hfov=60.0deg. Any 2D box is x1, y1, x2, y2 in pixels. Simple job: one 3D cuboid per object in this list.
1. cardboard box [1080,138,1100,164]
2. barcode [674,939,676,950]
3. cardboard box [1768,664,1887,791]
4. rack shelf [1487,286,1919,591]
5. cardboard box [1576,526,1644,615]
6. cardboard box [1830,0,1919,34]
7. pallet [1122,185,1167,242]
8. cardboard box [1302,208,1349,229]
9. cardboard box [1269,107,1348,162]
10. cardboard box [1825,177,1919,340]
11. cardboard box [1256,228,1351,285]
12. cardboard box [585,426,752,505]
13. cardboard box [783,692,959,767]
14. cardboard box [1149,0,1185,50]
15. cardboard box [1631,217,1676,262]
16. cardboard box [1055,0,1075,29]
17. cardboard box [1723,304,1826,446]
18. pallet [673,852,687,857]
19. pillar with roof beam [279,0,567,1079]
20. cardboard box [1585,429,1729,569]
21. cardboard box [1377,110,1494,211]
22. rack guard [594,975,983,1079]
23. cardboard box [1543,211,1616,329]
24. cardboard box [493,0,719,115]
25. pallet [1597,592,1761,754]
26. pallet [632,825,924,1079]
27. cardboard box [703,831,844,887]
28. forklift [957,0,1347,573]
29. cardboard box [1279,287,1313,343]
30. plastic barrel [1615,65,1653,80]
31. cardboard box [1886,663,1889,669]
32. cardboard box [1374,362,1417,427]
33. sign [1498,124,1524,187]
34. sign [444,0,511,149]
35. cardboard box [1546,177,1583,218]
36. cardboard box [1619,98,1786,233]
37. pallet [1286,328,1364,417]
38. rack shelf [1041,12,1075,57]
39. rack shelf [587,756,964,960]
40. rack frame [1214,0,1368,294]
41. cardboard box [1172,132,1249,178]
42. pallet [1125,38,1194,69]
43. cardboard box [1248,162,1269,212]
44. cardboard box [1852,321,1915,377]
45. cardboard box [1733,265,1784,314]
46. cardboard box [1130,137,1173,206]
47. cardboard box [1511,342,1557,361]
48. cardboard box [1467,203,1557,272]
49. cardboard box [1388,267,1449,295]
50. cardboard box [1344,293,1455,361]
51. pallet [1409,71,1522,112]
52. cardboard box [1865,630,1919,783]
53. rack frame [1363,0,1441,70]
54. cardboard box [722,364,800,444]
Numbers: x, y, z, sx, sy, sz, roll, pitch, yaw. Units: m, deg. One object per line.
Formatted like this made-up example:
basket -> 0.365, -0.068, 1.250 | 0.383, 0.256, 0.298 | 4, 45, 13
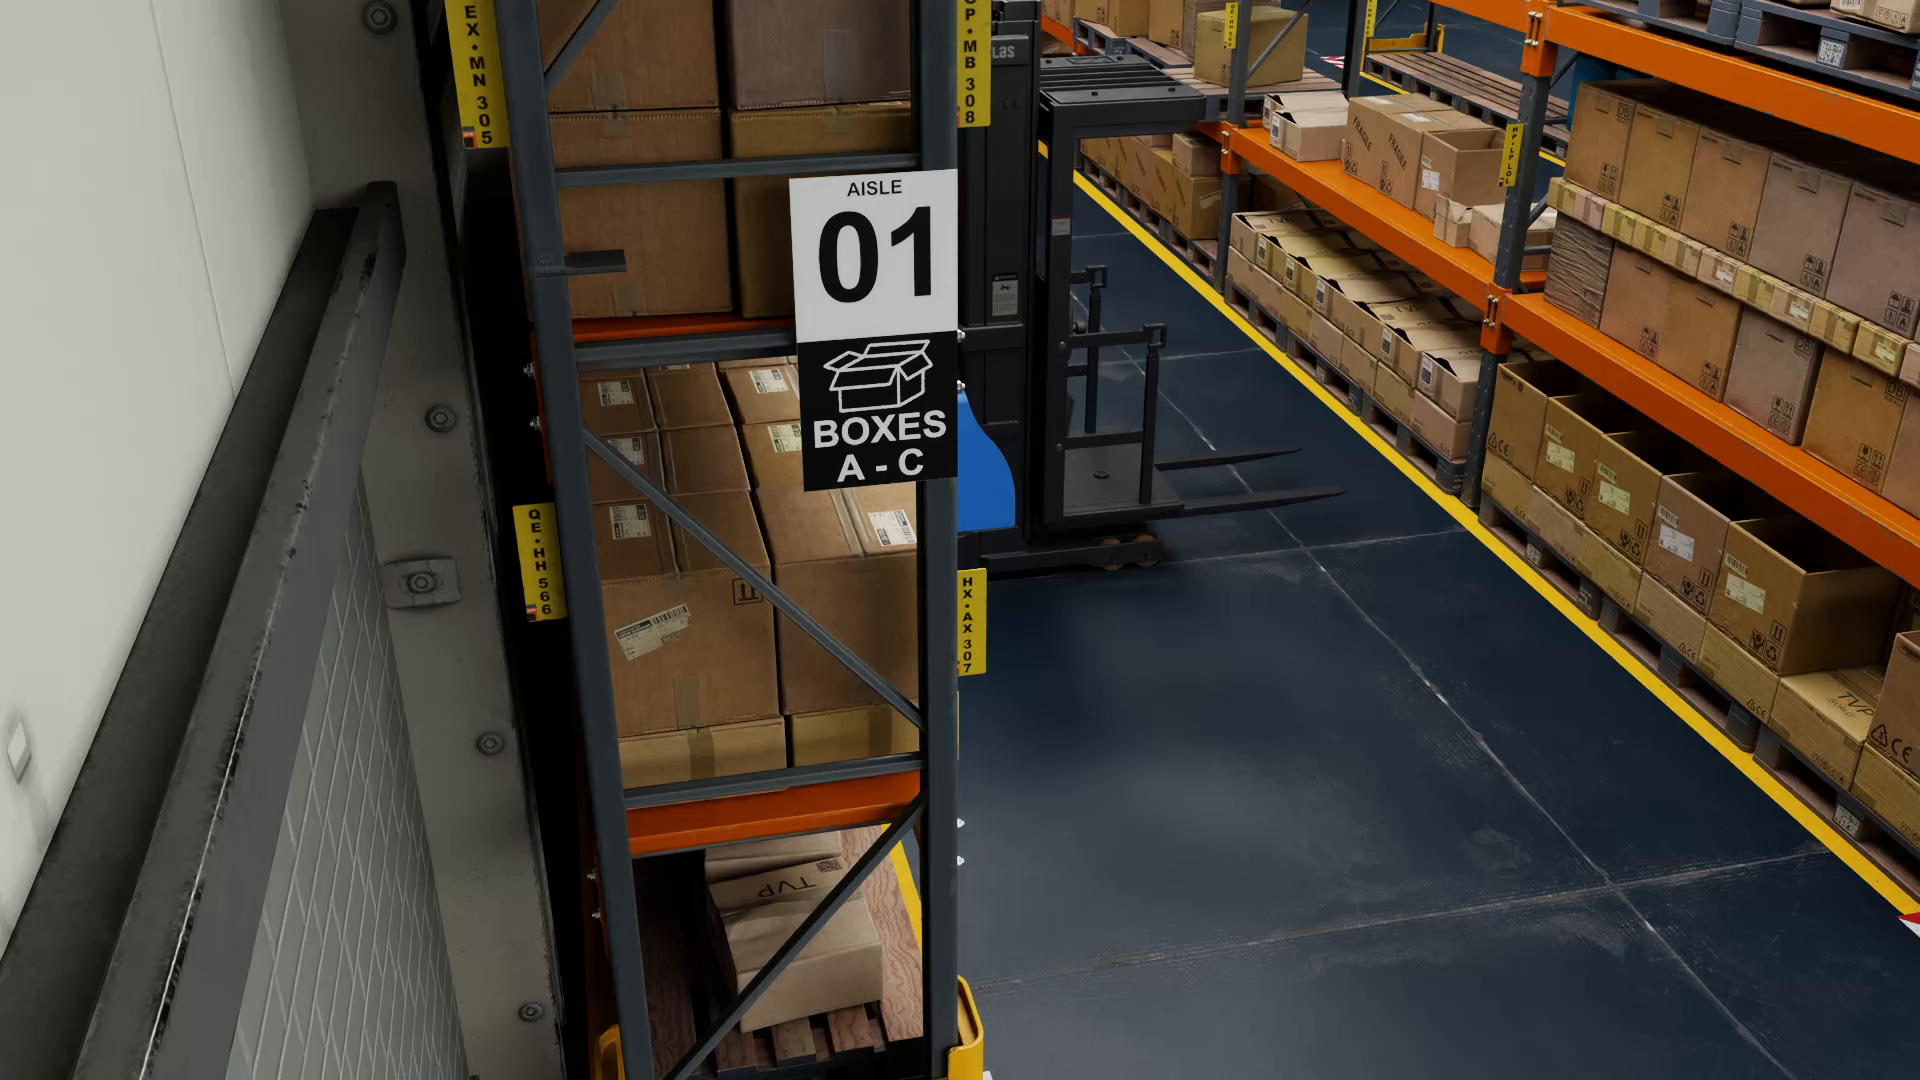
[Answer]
cardboard box -> 1.486, -3.949, 16.030 | 0.500, 0.500, 0.500 | -7, 28, -14
barcode -> -0.969, 1.387, 5.658 | 0.001, 0.075, 0.075 | -6, 27, -12
cardboard box -> 3.786, 0.779, 6.963 | 0.500, 0.250, 0.500 | -6, 27, -12
rack shelf -> 3.868, -0.394, 7.500 | 1.077, 0.370, 4.000 | -6, 27, -12
cardboard box -> 3.442, 0.121, 8.266 | 0.500, 0.250, 0.500 | -6, 27, -12
cardboard box -> 3.677, -2.109, 6.249 | 0.500, 0.311, 0.500 | -3, 27, -6
pallet -> 2.113, -2.970, 14.901 | 1.003, 0.211, 1.213 | -6, 27, -12
cardboard box -> 2.874, -2.355, 12.549 | 0.500, 0.311, 0.500 | -5, 27, -10
cardboard box -> 2.529, -2.897, 11.760 | 0.500, 0.311, 0.500 | -6, 27, -12
cardboard box -> 3.976, -1.142, 6.633 | 0.700, 0.500, 0.500 | -6, 27, -11
cardboard box -> 2.474, -2.070, 11.985 | 0.500, 0.311, 0.500 | -7, 28, -13
cardboard box -> -0.924, -0.017, 5.266 | 0.500, 0.500, 0.500 | -6, 27, -11
cardboard box -> -0.307, 0.479, 5.116 | 0.500, 0.250, 0.500 | -7, 28, -13
cardboard box -> 2.073, -4.568, 14.394 | 0.700, 0.500, 0.500 | -13, 30, -25
cardboard box -> 3.466, -1.451, 7.966 | 0.380, 0.149, 0.250 | -6, 27, -12
cardboard box -> 1.252, -5.343, 16.396 | 0.500, 0.500, 0.500 | -6, 27, -11
cardboard box -> 3.875, -0.767, 7.330 | 0.700, 0.500, 0.500 | -5, 27, -10
pallet -> -0.944, 0.984, 7.066 | 1.003, 0.211, 1.213 | -6, 27, -12
pillar with roof beam -> 2.687, -2.667, 4.548 | 9.100, 9.000, 0.400 | -6, 27, -12
cardboard box -> 3.442, -0.214, 8.097 | 0.500, 0.500, 0.500 | -6, 27, -12
cardboard box -> 3.029, -2.428, 10.620 | 0.500, 0.500, 0.500 | -6, 27, -12
rack guard -> -0.524, 1.750, 5.228 | 1.175, 0.500, 0.348 | -6, 27, -12
cardboard box -> 3.524, -1.444, 8.670 | 0.700, 0.500, 0.500 | -7, 28, -13
cardboard box -> -0.858, -1.334, 3.993 | 0.500, 0.500, 0.500 | -5, 27, -9
pallet -> 3.834, 0.542, 7.942 | 1.003, 0.211, 1.213 | -6, 27, -12
pallet -> -0.672, 1.519, 6.007 | 1.003, 0.211, 1.213 | -6, 27, -12
cardboard box -> -0.703, 1.108, 6.221 | 0.500, 0.311, 0.500 | -4, 27, -7
forklift -> 0.613, -1.373, 8.717 | 3.031, 2.935, 1.130 | -6, 27, -12
cardboard box -> 2.585, -1.601, 11.679 | 0.500, 0.250, 0.500 | -7, 28, -13
plastic barrel -> 6.707, -4.306, 16.315 | 0.600, 0.901, 0.708 | -6, 27, -12
cardboard box -> 4.298, 0.726, 7.069 | 0.500, 0.250, 0.500 | -6, 27, -12
cardboard box -> 2.929, -0.928, 10.345 | 0.500, 0.250, 0.500 | -6, 27, -12
sign -> 2.891, -2.015, 8.717 | 0.100, 0.325, 0.005 | -6, 27, -12
sign -> -1.052, -1.019, 3.629 | 0.100, 0.325, 0.005 | -6, 27, -12
cardboard box -> 3.289, -1.790, 8.636 | 0.380, 0.149, 0.250 | -6, 27, -12
cardboard box -> 3.639, -1.801, 7.939 | 0.700, 0.500, 0.500 | -6, 27, -12
pallet -> 2.935, -1.204, 11.402 | 1.003, 0.211, 1.213 | -6, 27, -12
rack shelf -> 1.164, -5.662, 17.937 | 1.077, 0.370, 4.000 | -6, 27, -12
rack shelf -> -0.957, 0.111, 6.500 | 1.077, 0.370, 4.000 | -6, 27, -12
rack frame -> 2.516, -3.349, 12.557 | 1.000, 3.000, 0.127 | -6, 27, -12
cardboard box -> 2.060, -3.175, 13.666 | 0.500, 0.250, 0.500 | -5, 27, -10
pallet -> 2.073, -4.117, 14.290 | 1.003, 0.211, 1.213 | -6, 27, -12
cardboard box -> 2.568, -2.888, 13.928 | 0.500, 0.500, 0.500 | -7, 28, -13
cardboard box -> 3.815, -0.773, 6.621 | 0.380, 0.149, 0.250 | -5, 27, -10
cardboard box -> 3.642, -1.110, 7.290 | 0.380, 0.149, 0.250 | -6, 27, -12
cardboard box -> 1.836, -3.273, 14.692 | 0.500, 0.500, 0.500 | -7, 28, -14
cardboard box -> 3.567, -1.010, 9.886 | 0.500, 0.311, 0.500 | -6, 27, -11
cardboard box -> 3.264, -1.738, 9.531 | 0.500, 0.250, 0.500 | -4, 27, -8
cardboard box -> 3.219, -1.685, 11.223 | 0.500, 0.311, 0.500 | -5, 27, -10
cardboard box -> 2.813, -1.399, 10.656 | 0.500, 0.311, 0.500 | -6, 27, -12
pallet -> 5.959, -5.217, 19.352 | 1.003, 0.211, 1.213 | -6, 27, -12
cardboard box -> 3.908, 0.663, 6.361 | 0.500, 0.500, 0.500 | -6, 27, -12
rack frame -> 5.540, -7.363, 20.508 | 1.000, 3.000, 0.127 | -6, 27, -12
cardboard box -> -0.533, -0.295, 5.817 | 0.500, 0.500, 0.500 | -7, 28, -13
